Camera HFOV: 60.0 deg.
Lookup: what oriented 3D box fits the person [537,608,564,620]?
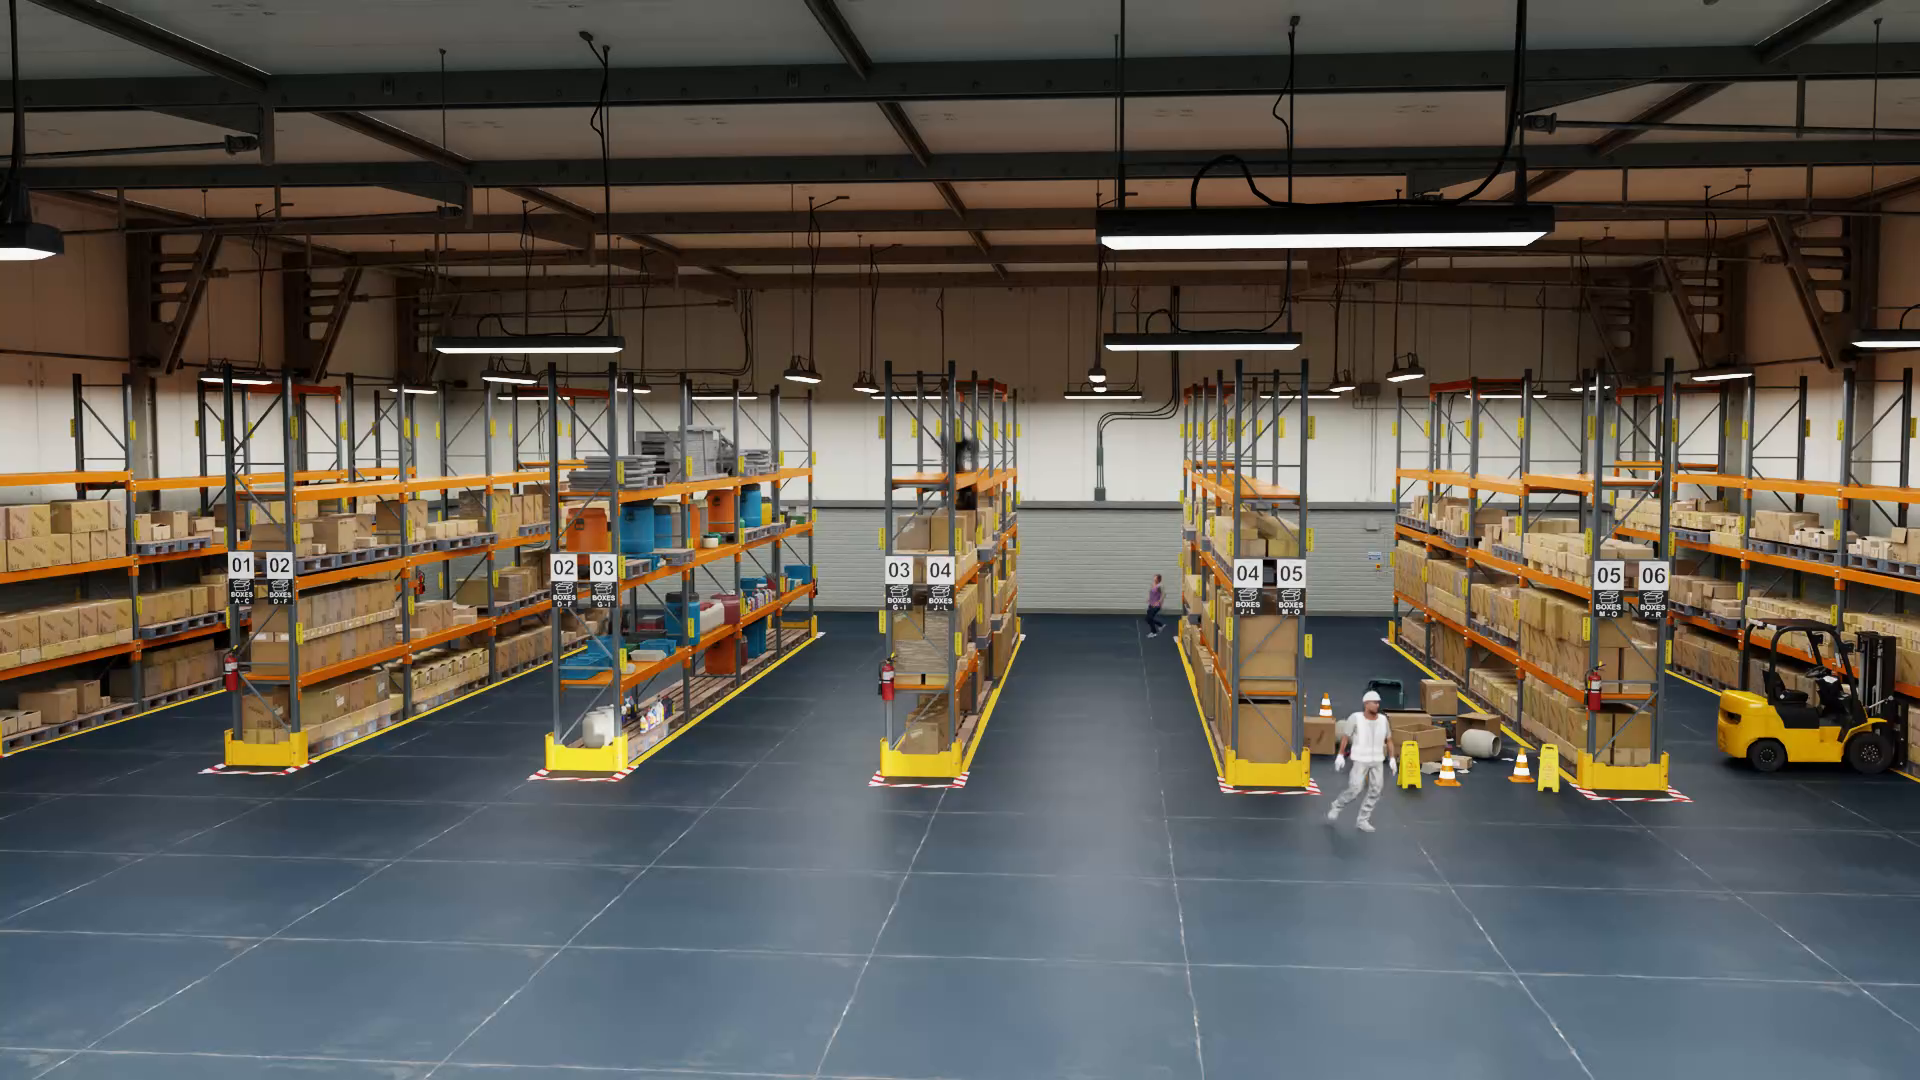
[{"bbox_3d":[-10.411,1.383,42.318,0.823,1.722,0.552,1,4,21],"label":"person"}]

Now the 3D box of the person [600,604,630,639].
[{"bbox_3d":[-6.739,2.033,32.717,0.656,1.648,0.728,-1,4,-12],"label":"person"}]

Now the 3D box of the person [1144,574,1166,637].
[{"bbox_3d":[4.777,1.674,40.318,0.499,1.391,0.602,-2,4,-24],"label":"person"}]

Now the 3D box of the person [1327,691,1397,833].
[{"bbox_3d":[5.022,2.763,20.817,0.777,1.762,0.584,-1,4,-14],"label":"person"}]
